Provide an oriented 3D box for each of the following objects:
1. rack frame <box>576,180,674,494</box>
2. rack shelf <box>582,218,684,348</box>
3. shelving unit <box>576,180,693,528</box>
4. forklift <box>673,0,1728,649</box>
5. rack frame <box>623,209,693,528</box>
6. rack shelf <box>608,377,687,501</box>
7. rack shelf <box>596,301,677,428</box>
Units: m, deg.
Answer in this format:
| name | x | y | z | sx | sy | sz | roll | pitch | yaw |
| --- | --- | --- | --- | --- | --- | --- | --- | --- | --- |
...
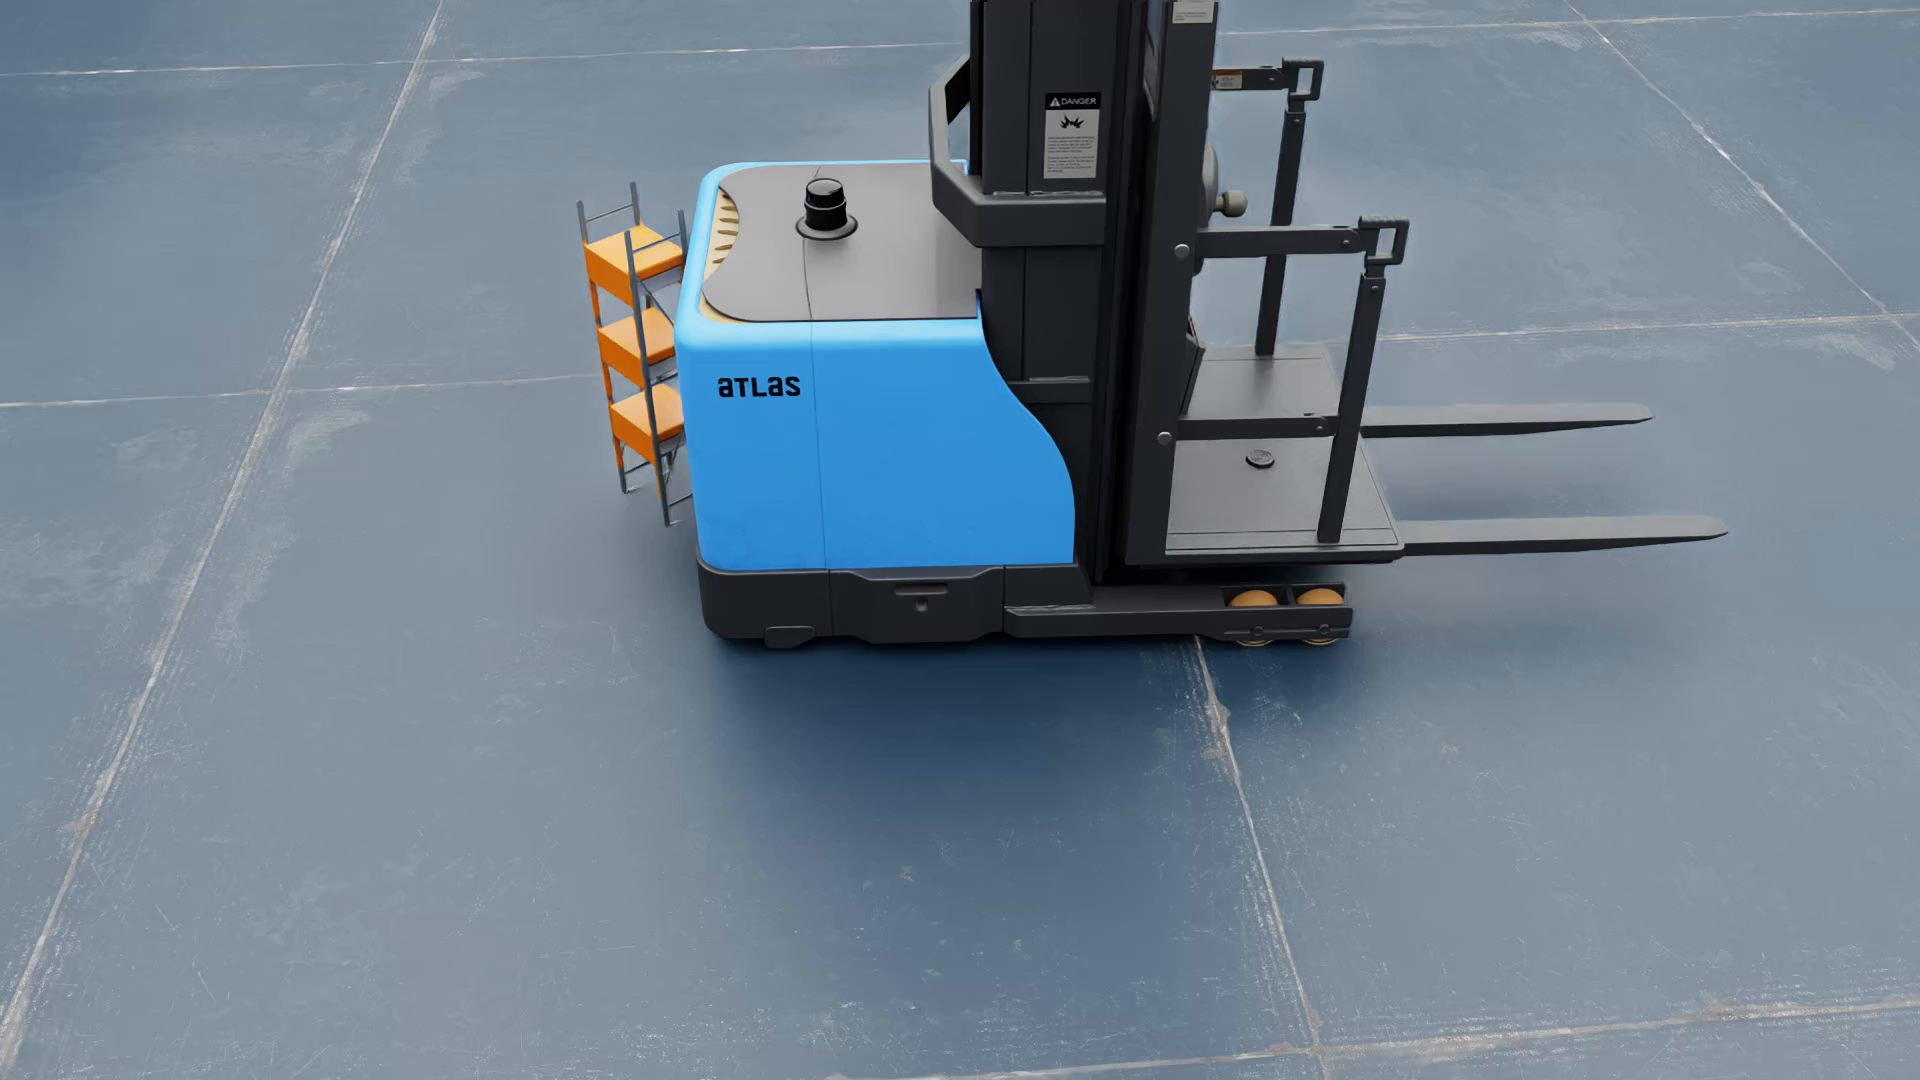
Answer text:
| name | x | y | z | sx | sy | sz | roll | pitch | yaw |
| --- | --- | --- | --- | --- | --- | --- | --- | --- | --- |
| rack frame | -1.030 | -0.604 | 5.168 | 0.200 | 1.050 | 0.008 | -30 | 47 | -32 |
| rack shelf | -0.948 | -0.763 | 4.928 | 0.215 | 0.259 | 0.240 | -30 | 47 | -32 |
| shelving unit | -0.948 | -0.549 | 5.098 | 0.215 | 1.050 | 0.252 | -30 | 47 | -32 |
| forklift | 0.750 | -1.168 | 4.365 | 3.031 | 2.935 | 1.130 | -1 | 38 | -2 |
| rack frame | -0.866 | -0.493 | 5.027 | 0.200 | 1.050 | 0.008 | -30 | 47 | -32 |
| rack shelf | -0.948 | -0.322 | 5.276 | 0.215 | 0.259 | 0.240 | -30 | 47 | -32 |
| rack shelf | -0.948 | -0.540 | 5.104 | 0.215 | 0.259 | 0.240 | -30 | 47 | -32 |
